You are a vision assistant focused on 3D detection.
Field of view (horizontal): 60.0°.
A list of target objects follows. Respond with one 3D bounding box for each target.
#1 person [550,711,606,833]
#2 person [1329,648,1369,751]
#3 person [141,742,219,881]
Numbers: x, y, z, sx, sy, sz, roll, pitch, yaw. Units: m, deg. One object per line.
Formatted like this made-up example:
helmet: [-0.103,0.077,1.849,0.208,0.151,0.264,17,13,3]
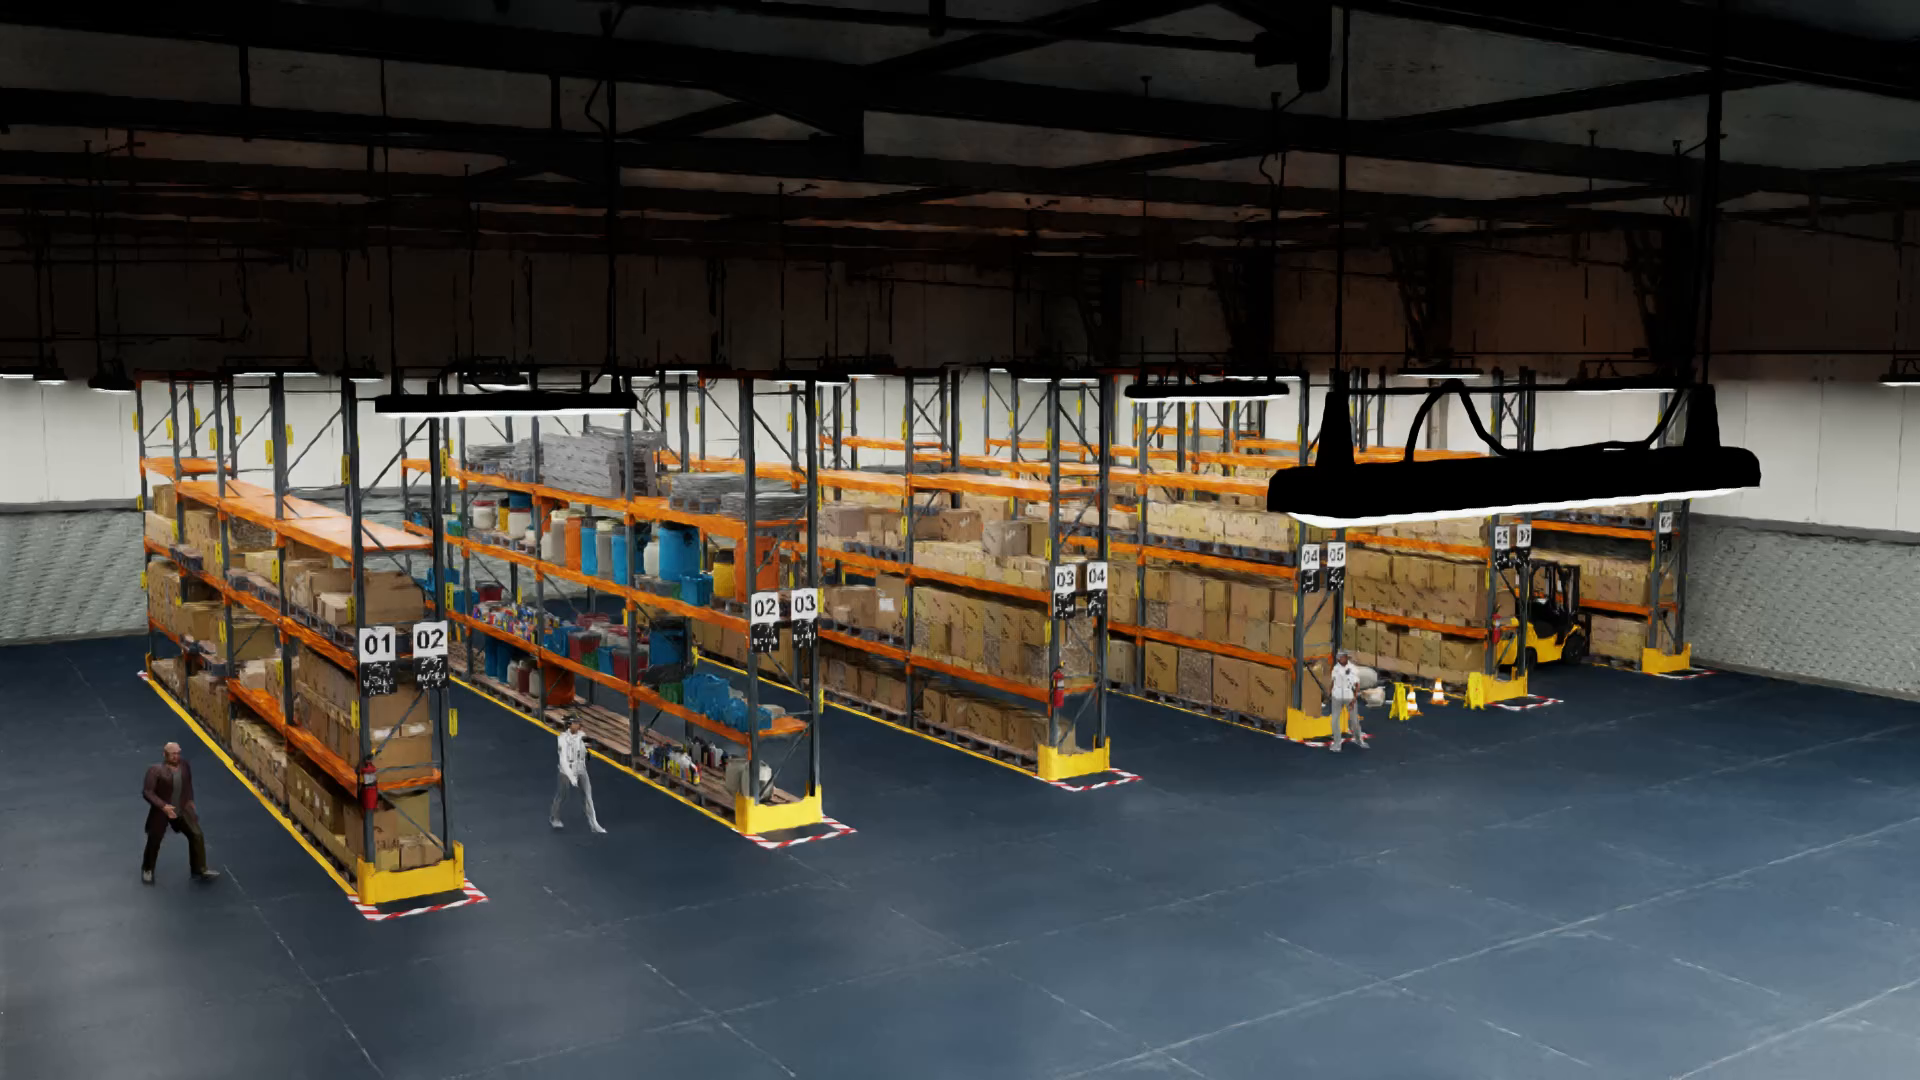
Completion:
person: [-5.090,3.041,21.905,0.483,1.621,0.987,-6,9,-42]
person: [6.210,2.524,26.498,0.606,1.653,0.626,3,7,26]
person: [-9.439,3.230,19.873,0.900,1.713,0.724,5,8,39]
